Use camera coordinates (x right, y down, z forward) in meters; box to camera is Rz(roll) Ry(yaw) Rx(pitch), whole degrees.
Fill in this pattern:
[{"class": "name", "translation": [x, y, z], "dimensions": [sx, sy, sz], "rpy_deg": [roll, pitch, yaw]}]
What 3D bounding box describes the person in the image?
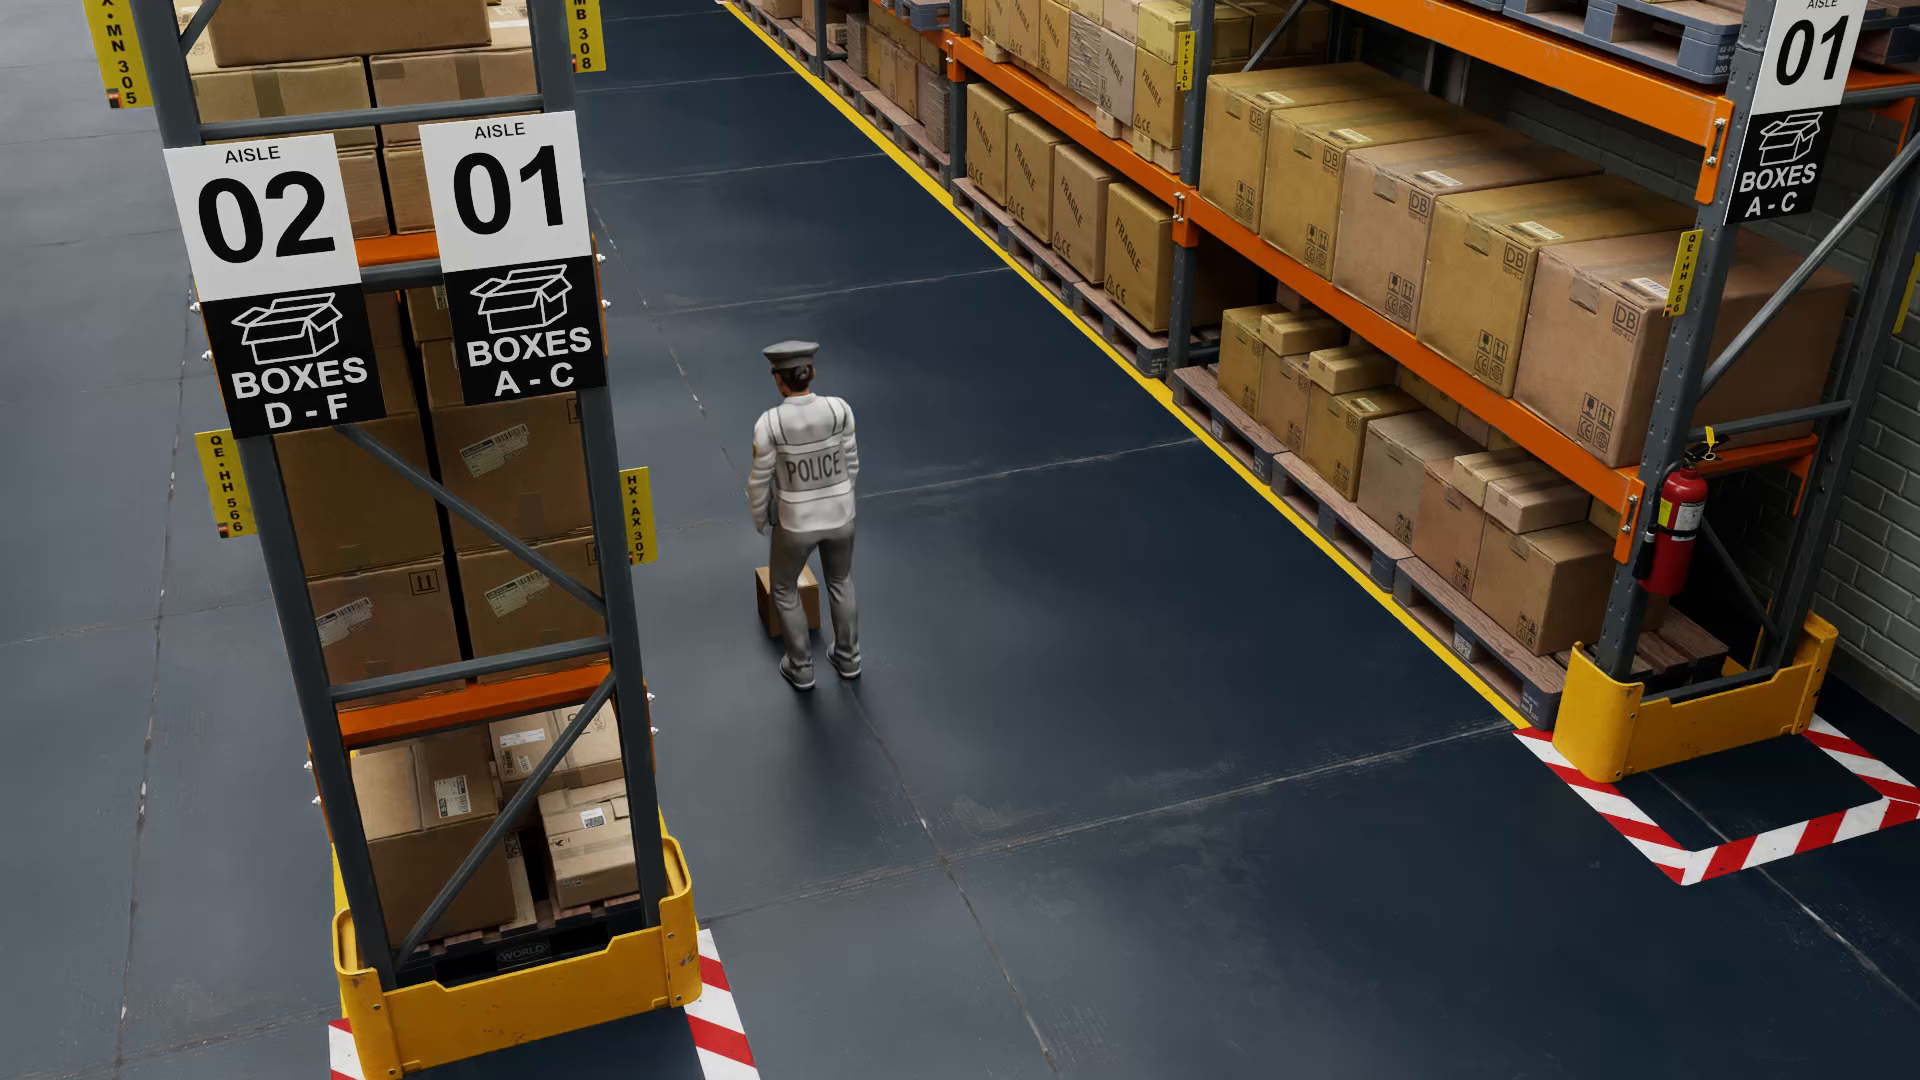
[{"class": "person", "translation": [-0.682, -0.095, 7.334], "dimensions": [0.496, 1.635, 0.428], "rpy_deg": [-11, 32, -18]}]
